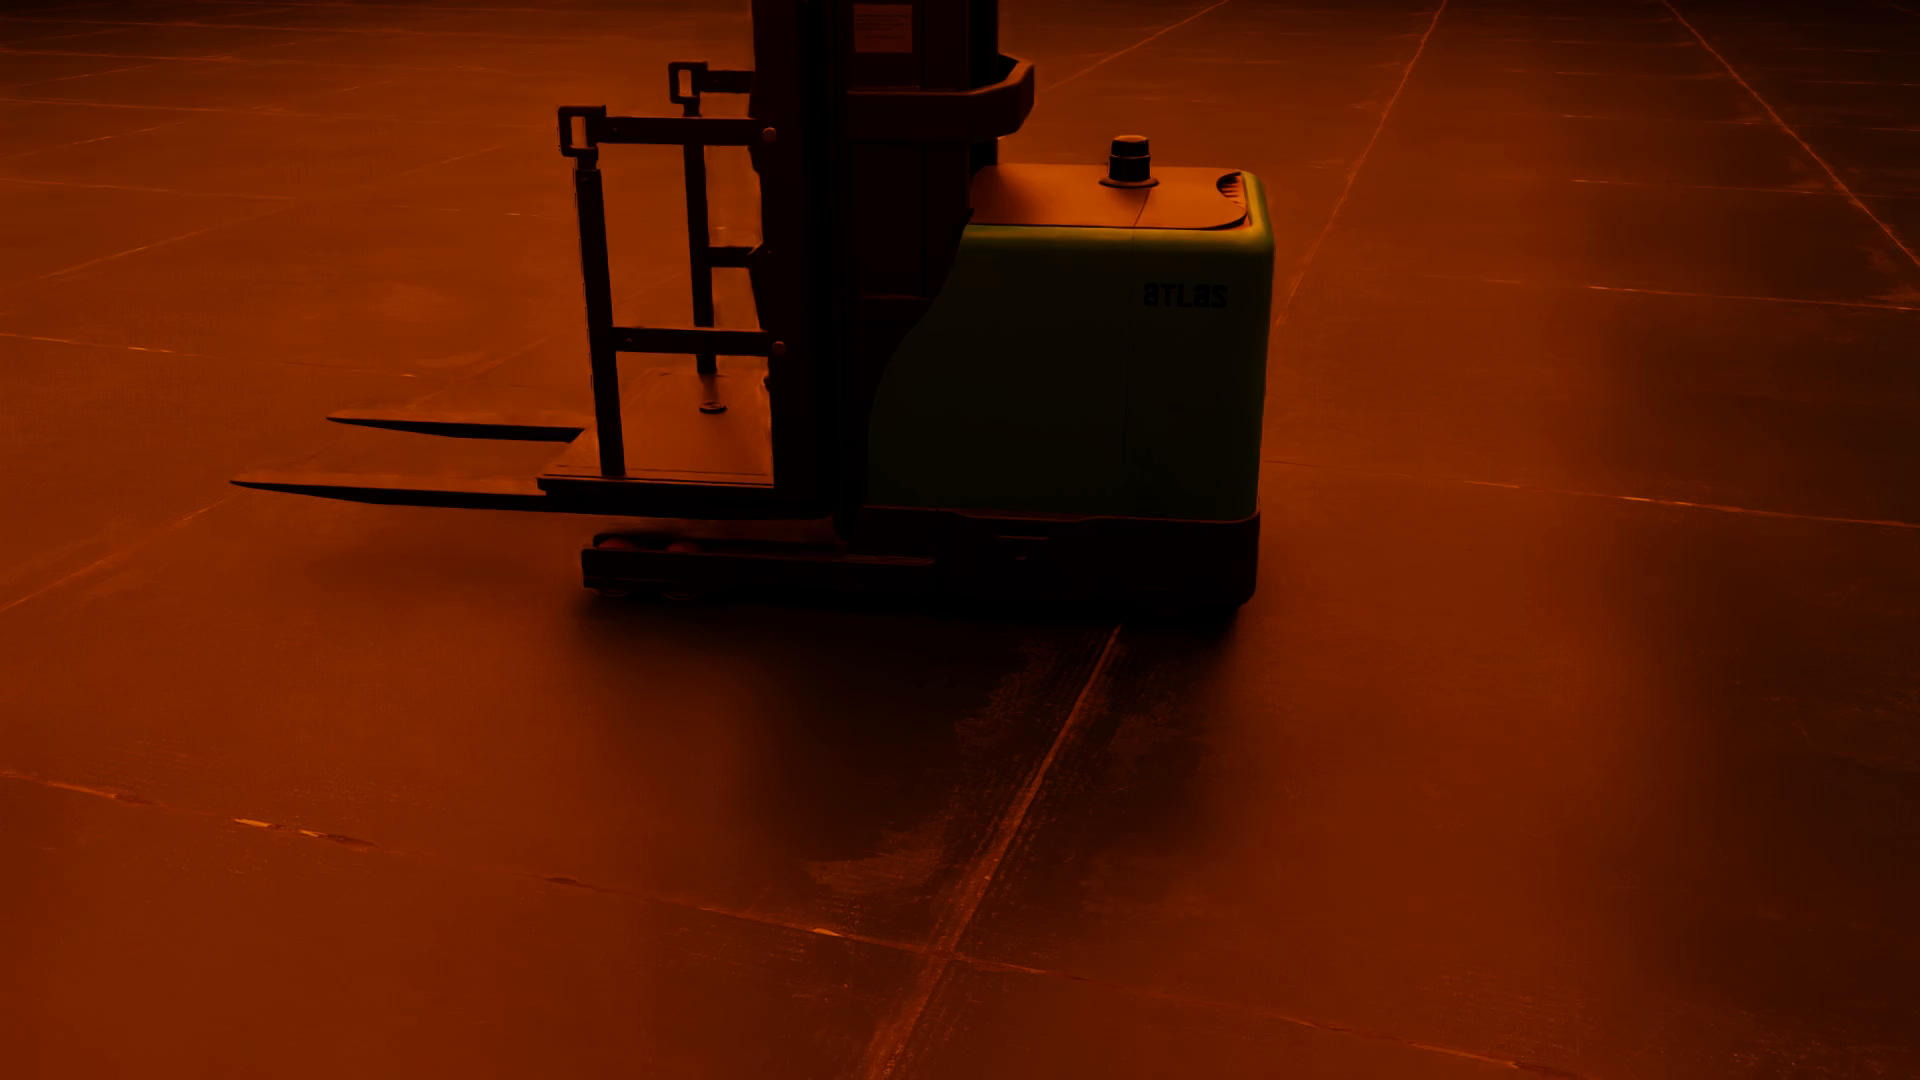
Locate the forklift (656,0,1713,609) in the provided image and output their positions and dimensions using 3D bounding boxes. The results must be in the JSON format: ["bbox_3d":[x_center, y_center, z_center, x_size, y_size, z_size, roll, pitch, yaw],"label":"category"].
[{"bbox_3d":[0.681,-1.375,4.611,3.031,2.935,1.130,-2,22,-4],"label":"forklift"}]
